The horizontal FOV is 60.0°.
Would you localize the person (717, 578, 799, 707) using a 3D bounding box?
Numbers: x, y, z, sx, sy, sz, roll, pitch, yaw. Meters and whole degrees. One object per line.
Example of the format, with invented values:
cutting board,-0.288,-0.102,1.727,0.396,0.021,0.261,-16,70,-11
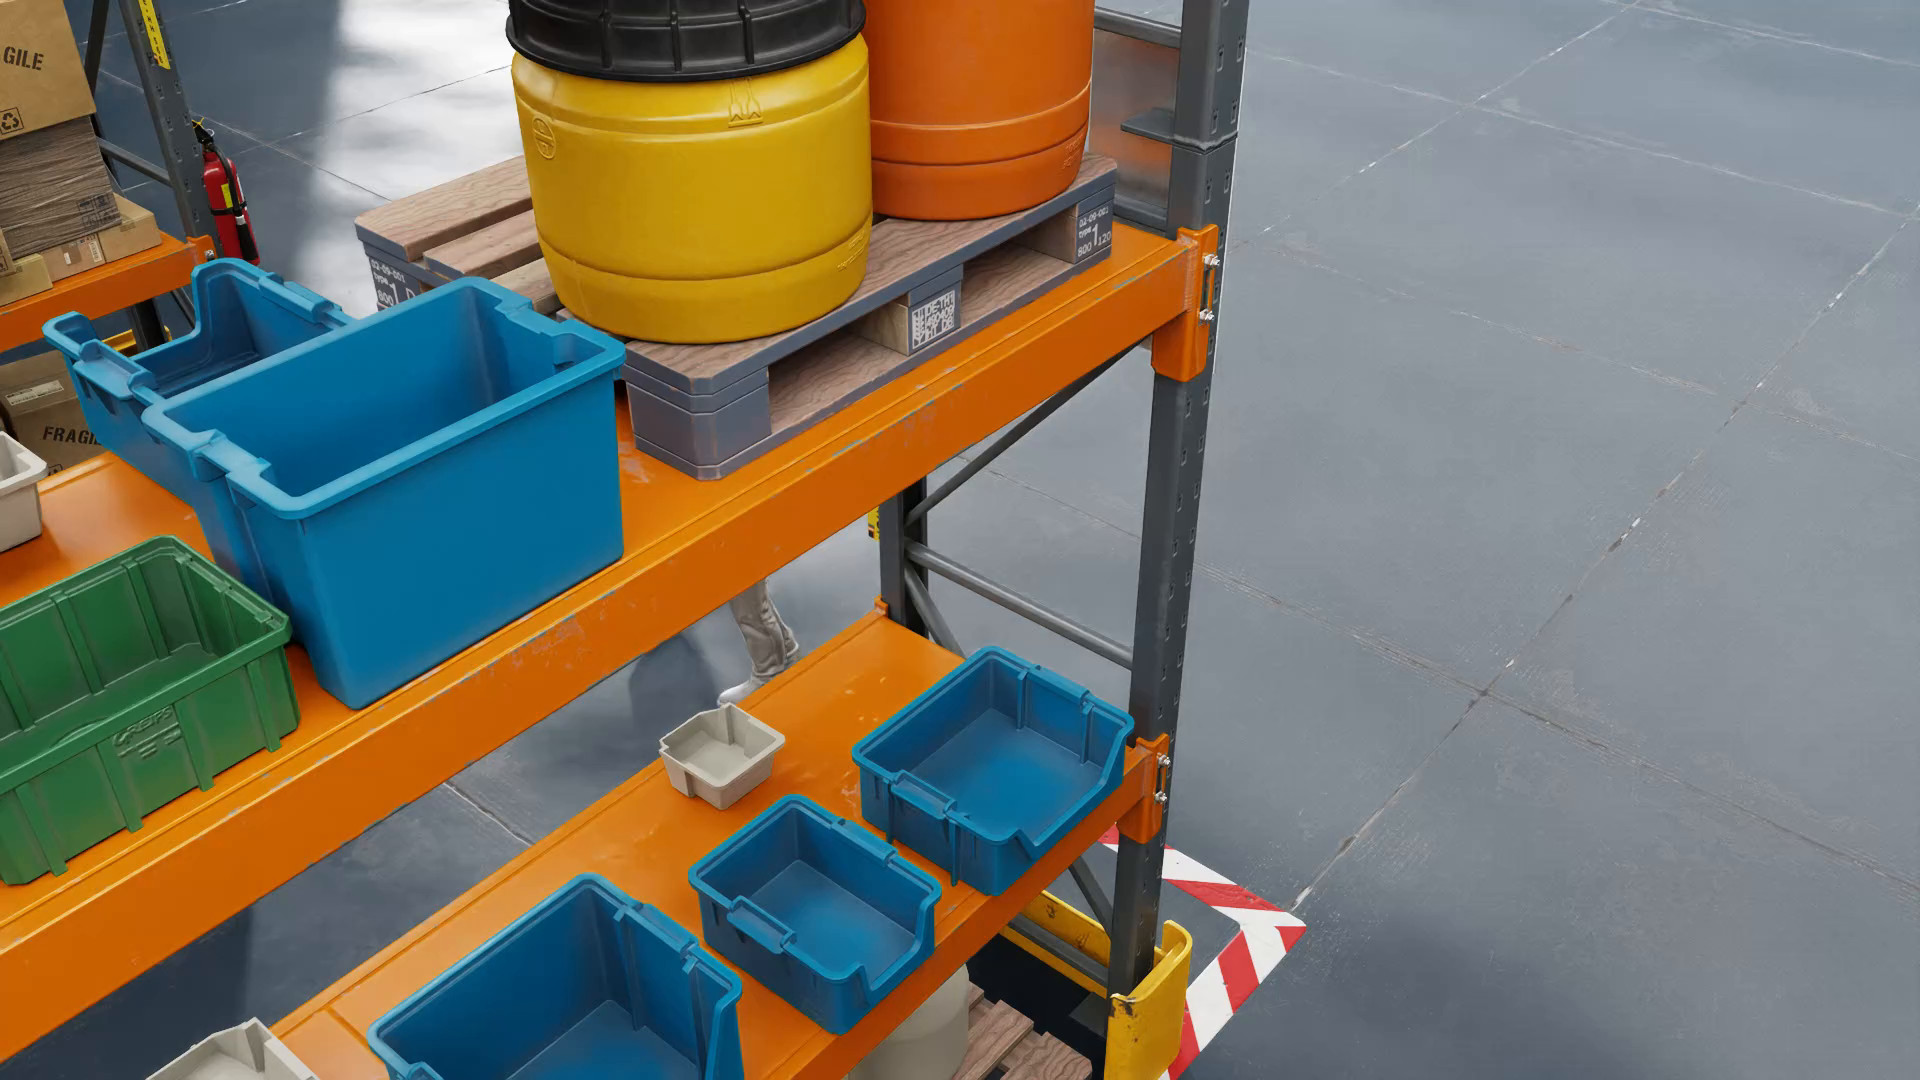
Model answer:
person,-0.831,-0.085,6.231,0.424,1.661,0.637,-11,37,-15
